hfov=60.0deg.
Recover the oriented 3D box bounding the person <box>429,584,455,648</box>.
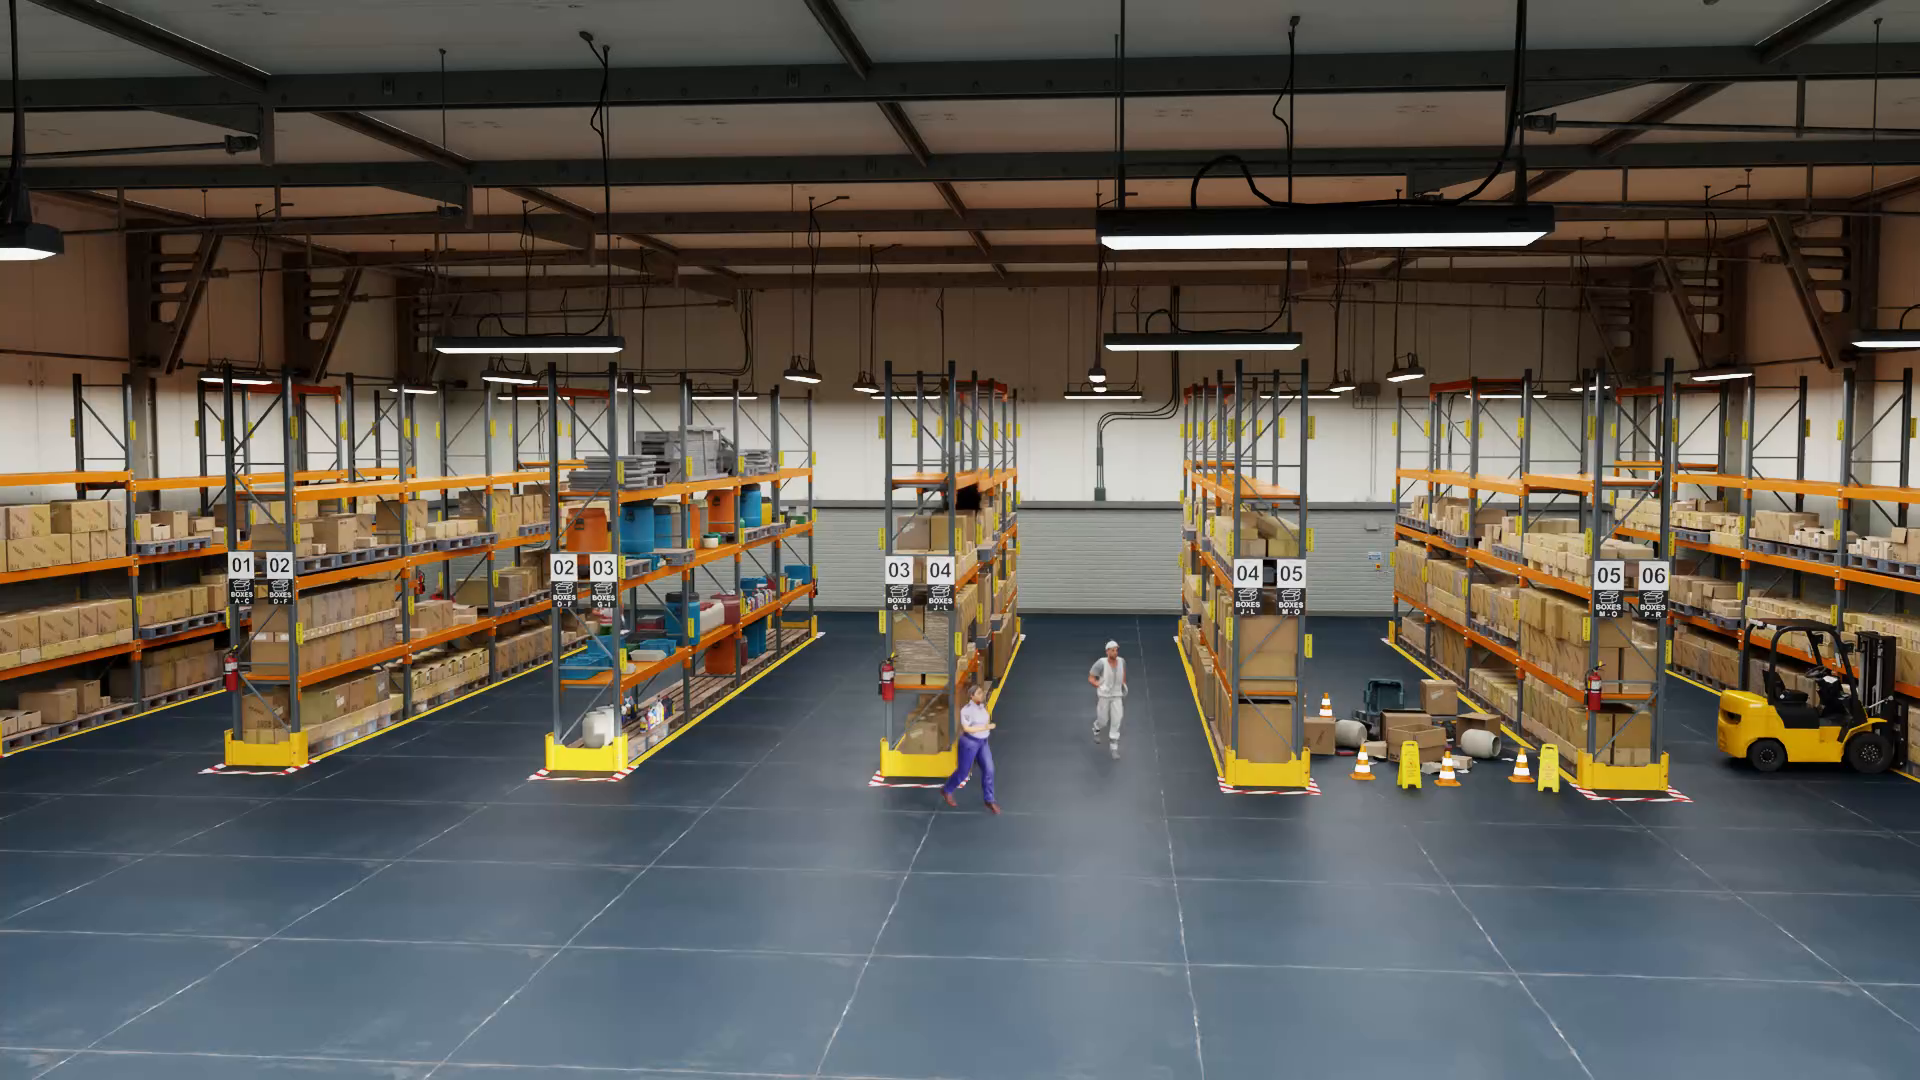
[{"bbox_3d":[-11.133,1.791,35.705,0.669,1.731,0.866,0,4,3],"label":"person"}]

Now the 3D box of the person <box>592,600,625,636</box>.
[{"bbox_3d":[-7.334,1.803,34.729,0.653,1.825,0.904,-1,4,-10],"label":"person"}]

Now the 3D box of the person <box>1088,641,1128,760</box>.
[{"bbox_3d":[2.292,2.427,25.641,0.685,1.774,1.023,-1,4,-19],"label":"person"}]

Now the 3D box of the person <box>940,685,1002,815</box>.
[{"bbox_3d":[0.153,2.725,21.832,0.909,1.670,0.590,3,5,38],"label":"person"}]
